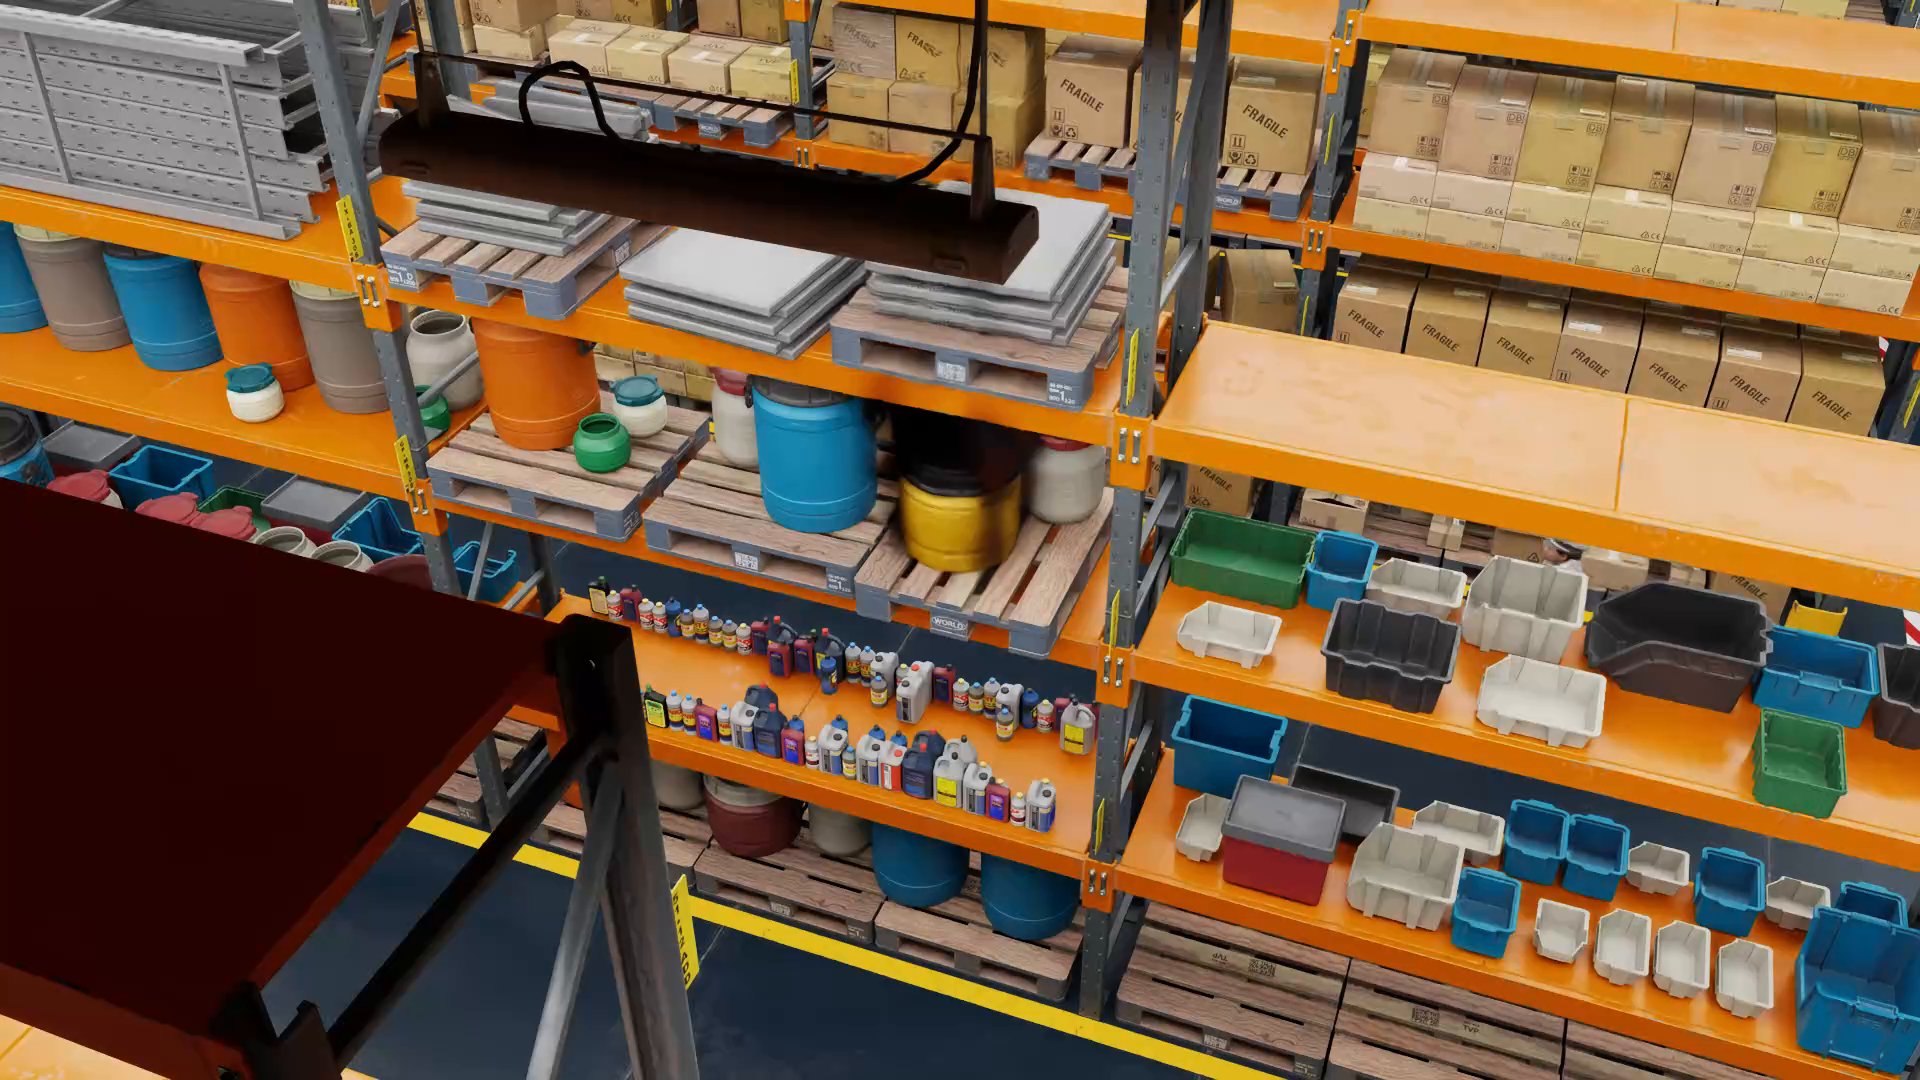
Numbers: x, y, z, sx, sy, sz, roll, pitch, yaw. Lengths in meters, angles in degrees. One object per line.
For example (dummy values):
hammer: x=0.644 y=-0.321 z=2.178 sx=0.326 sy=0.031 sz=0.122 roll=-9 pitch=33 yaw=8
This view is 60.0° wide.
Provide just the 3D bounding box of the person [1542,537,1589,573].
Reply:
person: x=3.936 y=0.539 z=11.153 sx=0.569 sy=1.549 sz=0.604 roll=5 pitch=37 yaw=7
